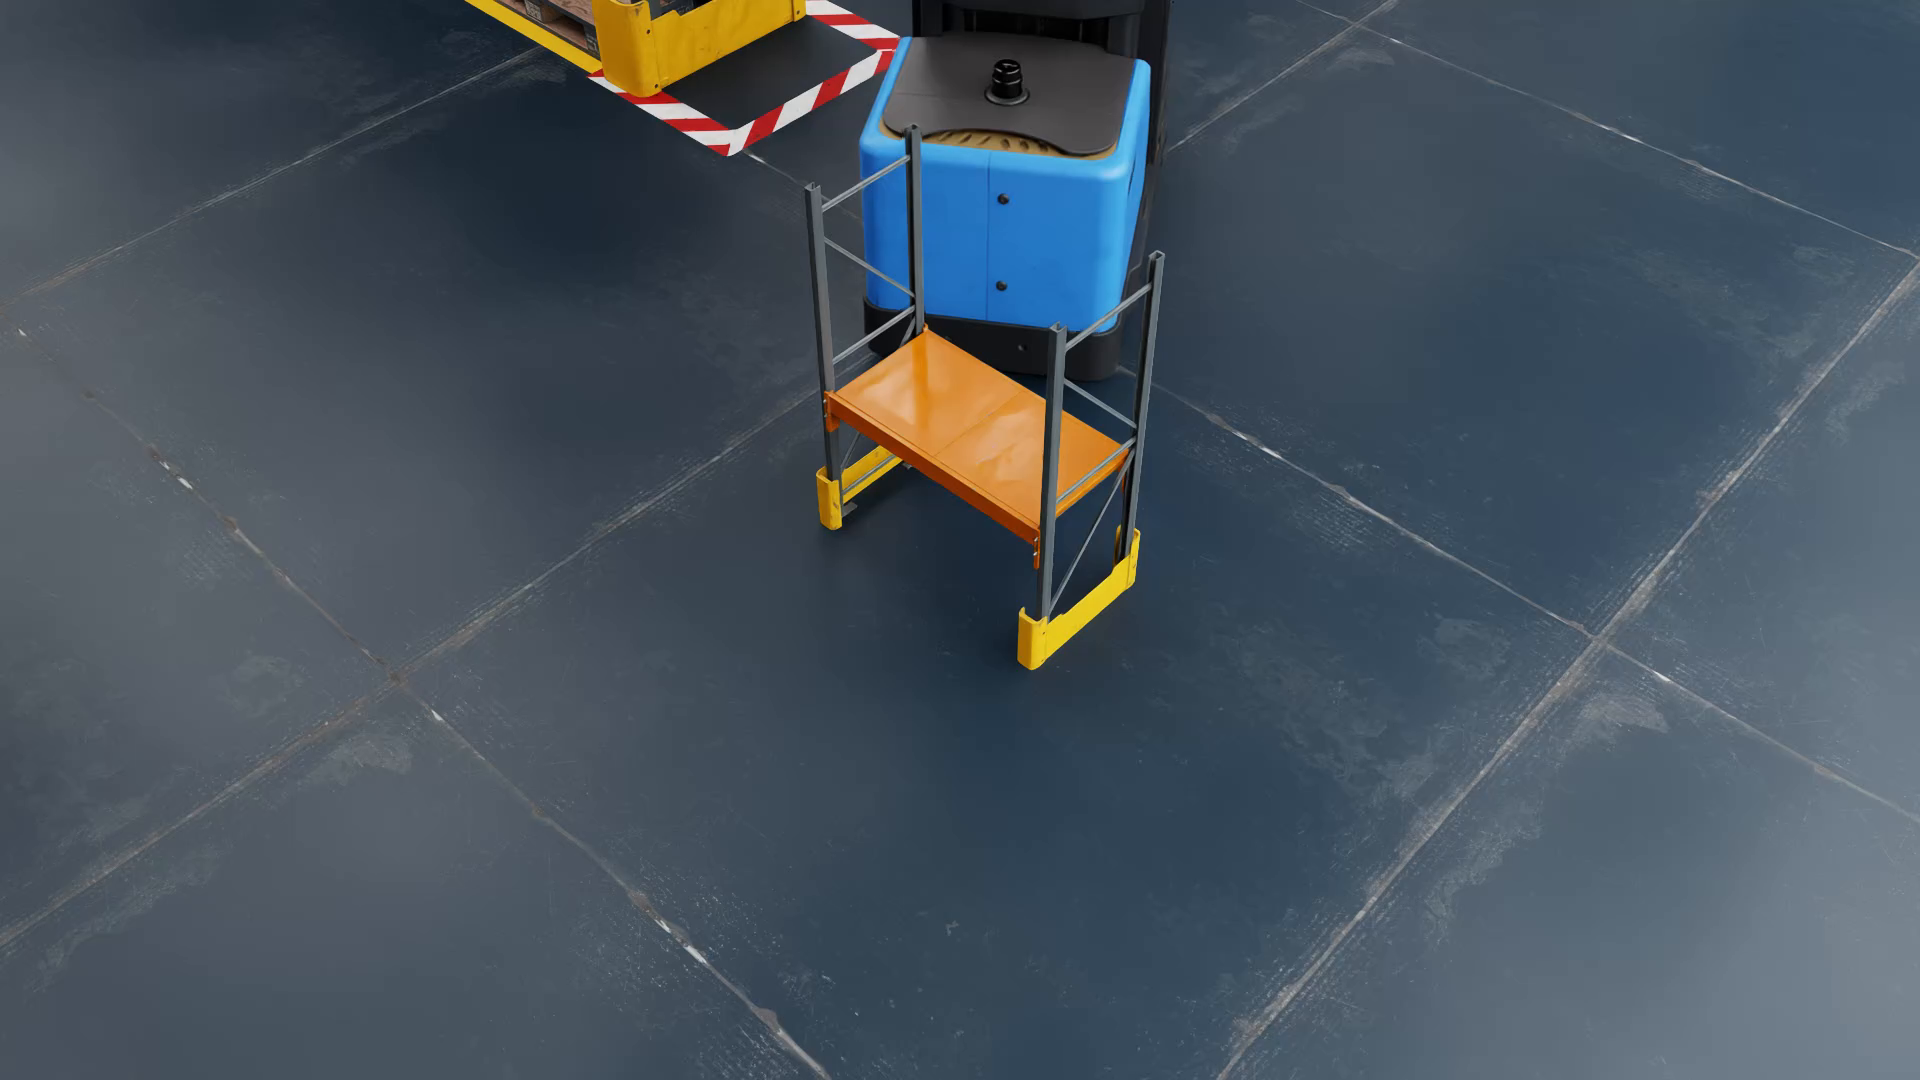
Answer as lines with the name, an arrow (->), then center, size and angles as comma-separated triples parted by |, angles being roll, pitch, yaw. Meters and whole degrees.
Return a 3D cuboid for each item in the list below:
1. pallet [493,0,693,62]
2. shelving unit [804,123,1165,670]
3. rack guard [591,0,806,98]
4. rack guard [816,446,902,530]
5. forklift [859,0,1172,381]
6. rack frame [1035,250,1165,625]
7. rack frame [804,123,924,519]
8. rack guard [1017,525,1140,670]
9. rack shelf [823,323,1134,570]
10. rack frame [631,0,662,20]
pallet -> -1.911, -3.070, 8.988 | 1.213, 0.211, 1.003 | 34, 55, 28
shelving unit -> 0.056, -0.476, 5.668 | 1.083, 1.500, 0.587 | 34, 55, 28
rack guard -> -1.318, -2.765, 8.503 | 0.348, 0.500, 1.175 | 34, 55, 28
rack guard -> -0.310, -0.294, 6.355 | 0.087, 0.250, 0.587 | 34, 55, 28
forklift -> 0.385, -2.741, 6.813 | 1.130, 2.935, 3.031 | 8, 47, 7
rack frame -> 0.436, -0.220, 5.428 | 0.032, 1.500, 0.500 | 34, 55, 28
rack frame -> -0.311, -0.723, 5.900 | 0.032, 1.500, 0.500 | 34, 55, 28
rack guard -> 0.422, 0.198, 5.892 | 0.087, 0.250, 0.587 | 34, 55, 28
rack shelf -> 0.063, -0.348, 5.795 | 1.000, 0.185, 0.538 | 34, 55, 28
rack frame -> -1.230, -3.608, 7.580 | 0.127, 3.000, 1.000 | 34, 55, 28
